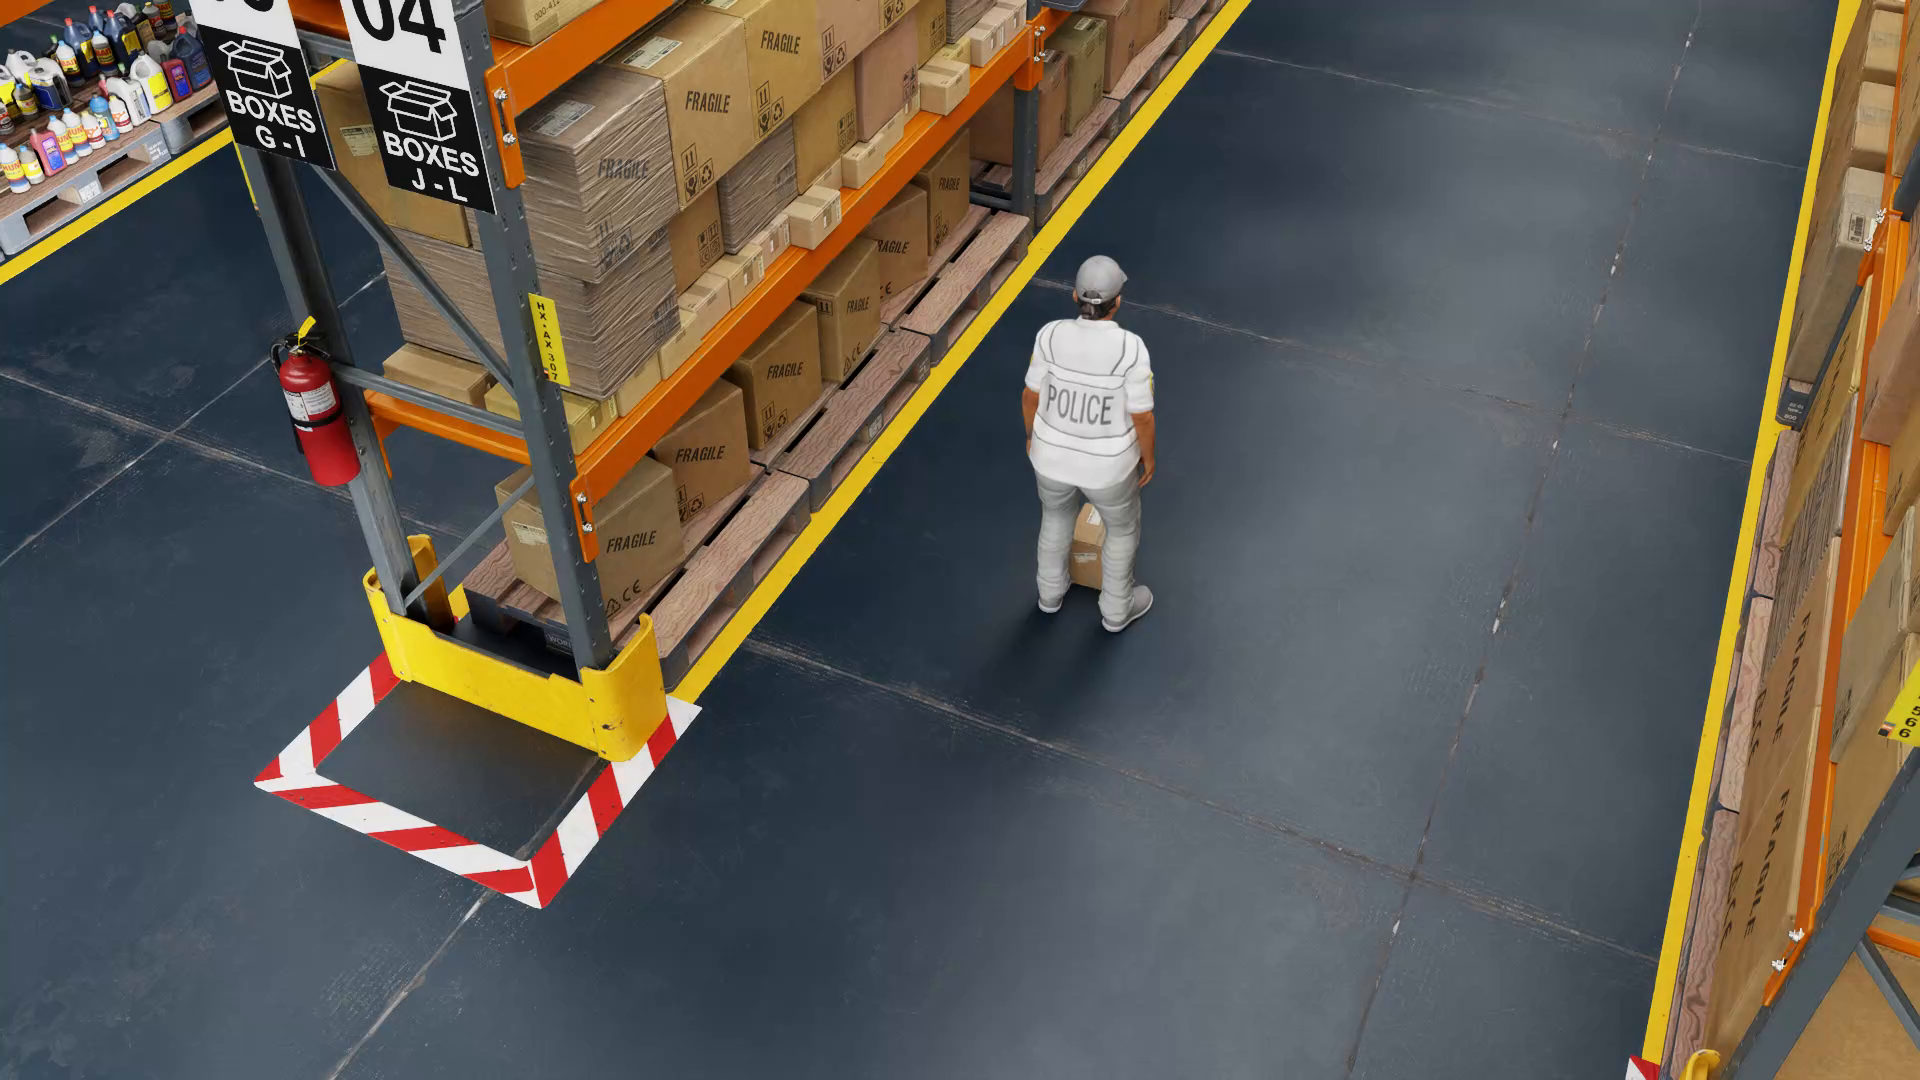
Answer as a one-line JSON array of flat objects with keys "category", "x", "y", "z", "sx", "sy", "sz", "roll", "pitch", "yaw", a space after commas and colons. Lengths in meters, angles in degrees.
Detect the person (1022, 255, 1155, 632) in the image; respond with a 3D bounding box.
[{"category": "person", "x": 0.524, "y": -0.353, "z": 6.543, "sx": 0.564, "sy": 1.666, "sz": 0.466, "roll": 15, "pitch": 44, "yaw": 16}]
